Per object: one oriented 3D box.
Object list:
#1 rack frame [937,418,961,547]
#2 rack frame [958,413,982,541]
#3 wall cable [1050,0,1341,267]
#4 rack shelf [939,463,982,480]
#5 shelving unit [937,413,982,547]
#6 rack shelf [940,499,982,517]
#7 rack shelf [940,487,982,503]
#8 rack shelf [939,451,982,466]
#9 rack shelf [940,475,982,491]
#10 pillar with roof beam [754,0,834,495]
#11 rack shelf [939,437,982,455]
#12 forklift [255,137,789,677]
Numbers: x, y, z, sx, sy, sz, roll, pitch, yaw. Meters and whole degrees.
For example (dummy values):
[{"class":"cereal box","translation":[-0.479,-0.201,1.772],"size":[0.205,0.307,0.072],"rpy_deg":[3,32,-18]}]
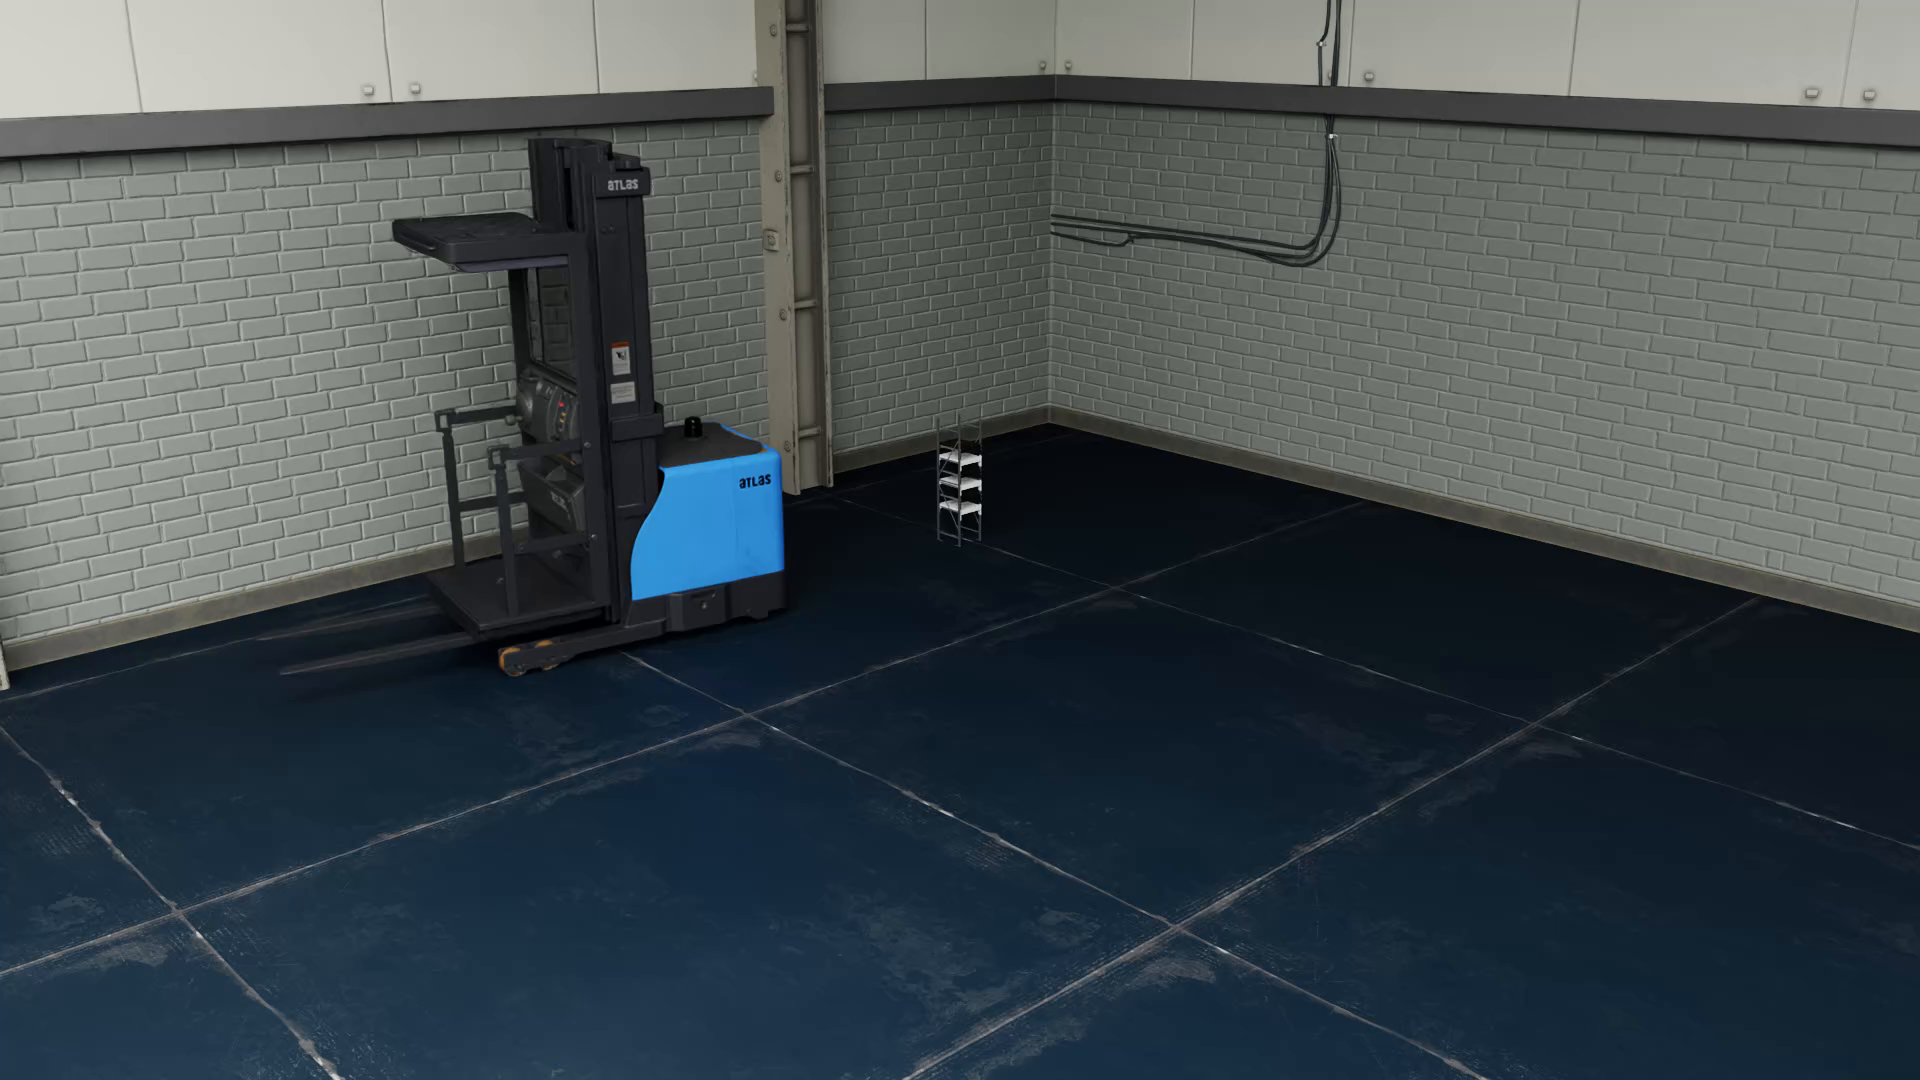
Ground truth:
[{"class":"rack frame","translation":[-0.080,-0.405,11.774],"size":[0.006,0.900,0.240],"rpy_deg":[-16,24,-41]},{"class":"rack frame","translation":[0.068,-0.448,11.907],"size":[0.006,0.900,0.240],"rpy_deg":[-16,24,-41]},{"class":"wall cable","translation":[1.792,-3.559,13.405],"size":[0.112,2.526,3.097],"rpy_deg":[-16,24,-41]},{"class":"rack shelf","translation":[-0.006,-0.480,11.823],"size":[0.200,0.077,0.258],"rpy_deg":[-16,24,-41]},{"class":"shelving unit","translation":[-0.006,-0.426,11.841],"size":[0.210,0.900,0.258],"rpy_deg":[-16,24,-41]},{"class":"rack shelf","translation":[-0.006,-0.223,11.906],"size":[0.200,0.077,0.258],"rpy_deg":[-16,24,-41]},{"class":"rack shelf","translation":[-0.006,-0.309,11.879],"size":[0.200,0.077,0.258],"rpy_deg":[-16,24,-41]},{"class":"rack shelf","translation":[-0.006,-0.566,11.795],"size":[0.200,0.077,0.258],"rpy_deg":[-16,24,-41]},{"class":"rack shelf","translation":[-0.006,-0.395,11.851],"size":[0.200,0.077,0.258],"rpy_deg":[-16,24,-41]},{"class":"pillar with roof beam","translation":[1.701,-3.743,8.939],"size":[0.400,9.000,9.100],"rpy_deg":[-16,24,-41]},{"class":"rack shelf","translation":[-0.006,-0.651,11.768],"size":[0.200,0.077,0.258],"rpy_deg":[-16,24,-41]},{"class":"forklift","translation":[-2.598,-0.794,9.681],"size":[3.031,2.935,1.130],"rpy_deg":[-11,21,-31]}]
